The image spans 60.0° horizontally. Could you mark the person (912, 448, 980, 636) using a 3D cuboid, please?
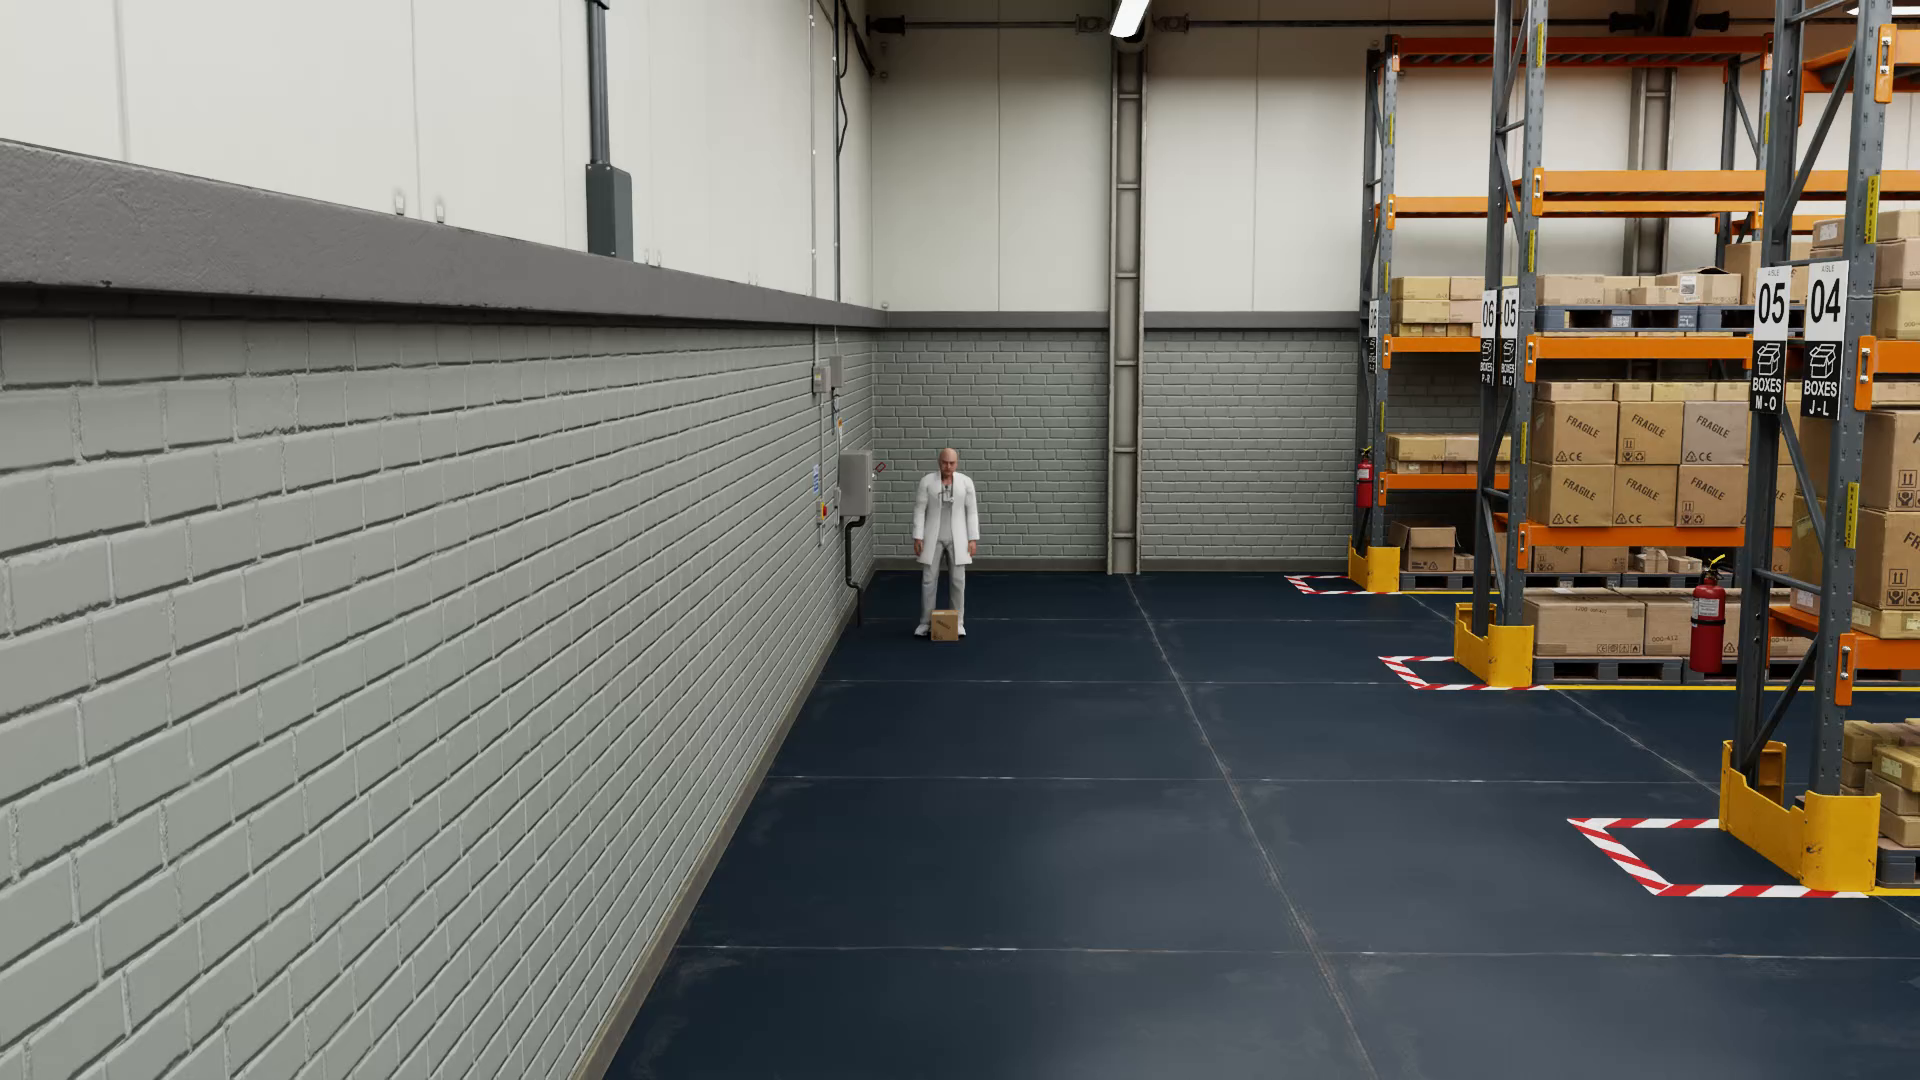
[{"bbox_3d":[-0.137,0.013,15.725,0.644,1.772,0.429,0,7,-2],"label":"person"}]
